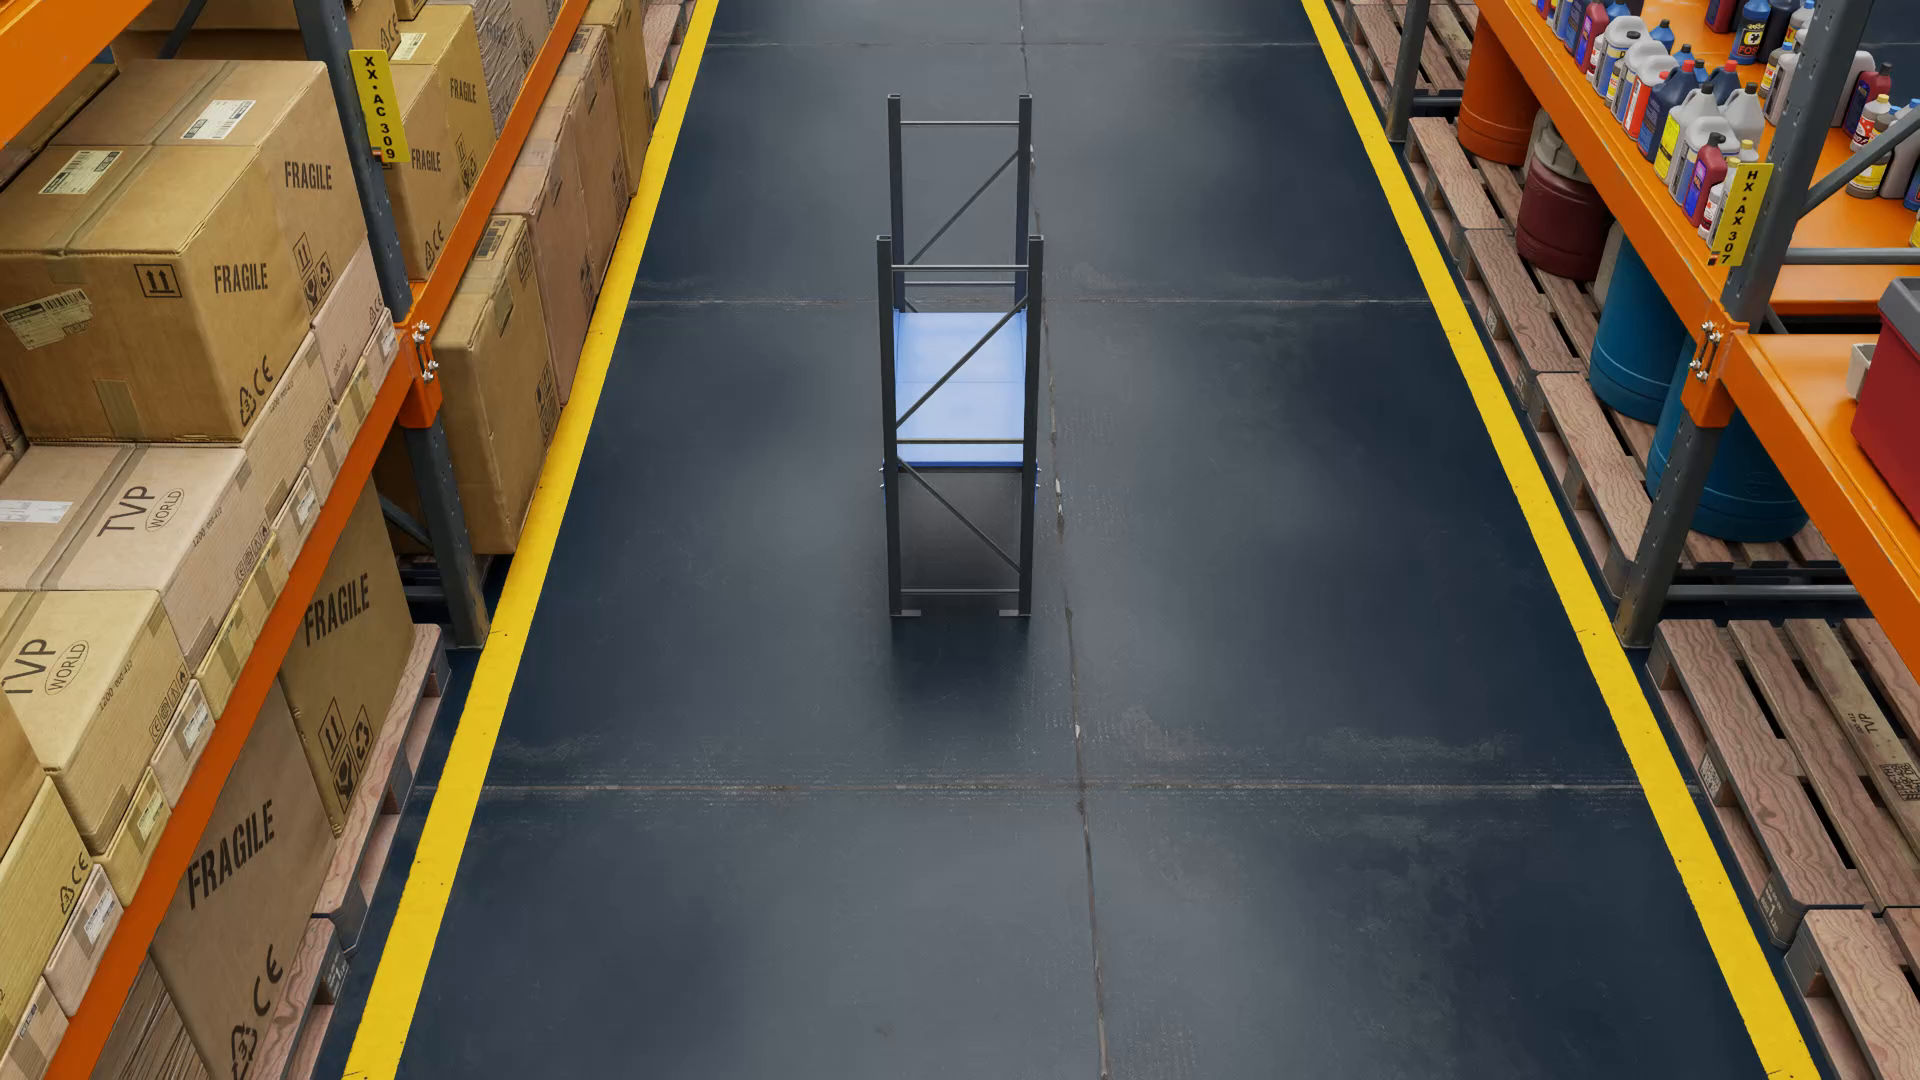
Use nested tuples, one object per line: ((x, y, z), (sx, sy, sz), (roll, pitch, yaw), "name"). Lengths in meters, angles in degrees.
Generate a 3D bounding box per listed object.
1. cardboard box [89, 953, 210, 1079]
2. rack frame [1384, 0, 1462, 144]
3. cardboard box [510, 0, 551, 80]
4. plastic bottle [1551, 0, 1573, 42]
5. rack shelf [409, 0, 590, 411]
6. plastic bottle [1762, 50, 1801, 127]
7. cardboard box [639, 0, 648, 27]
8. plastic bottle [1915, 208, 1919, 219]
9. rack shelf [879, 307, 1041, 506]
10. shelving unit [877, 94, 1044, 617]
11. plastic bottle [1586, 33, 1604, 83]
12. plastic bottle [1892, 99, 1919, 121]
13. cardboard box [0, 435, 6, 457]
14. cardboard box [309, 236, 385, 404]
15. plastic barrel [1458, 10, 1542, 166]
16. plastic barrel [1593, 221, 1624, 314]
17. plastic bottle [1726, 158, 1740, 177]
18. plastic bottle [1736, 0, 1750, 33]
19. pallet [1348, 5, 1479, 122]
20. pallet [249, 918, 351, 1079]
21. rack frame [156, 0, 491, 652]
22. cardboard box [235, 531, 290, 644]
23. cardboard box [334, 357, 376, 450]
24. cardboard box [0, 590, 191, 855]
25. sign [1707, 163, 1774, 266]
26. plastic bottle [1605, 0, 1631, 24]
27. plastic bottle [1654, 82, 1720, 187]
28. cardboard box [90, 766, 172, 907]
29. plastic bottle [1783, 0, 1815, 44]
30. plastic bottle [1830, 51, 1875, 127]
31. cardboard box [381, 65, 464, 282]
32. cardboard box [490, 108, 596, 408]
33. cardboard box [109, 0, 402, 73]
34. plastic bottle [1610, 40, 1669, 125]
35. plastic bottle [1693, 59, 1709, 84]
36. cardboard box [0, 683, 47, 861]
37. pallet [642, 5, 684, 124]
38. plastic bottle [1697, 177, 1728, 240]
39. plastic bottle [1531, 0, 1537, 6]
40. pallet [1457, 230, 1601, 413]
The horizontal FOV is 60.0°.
((-2.231, 1.374, 3.500), (0.875, 0.875, 0.875), (0, 39, 0), "cardboard box")
((2.795, -3.328, 8.004), (1.000, 3.000, 0.127), (0, 39, 0), "rack frame")
((-1.911, -2.100, 6.392), (0.500, 0.500, 0.500), (1, 39, 1), "cardboard box")
((2.474, -2.142, 6.623), (0.152, 0.276, 0.135), (0, 39, 0), "plastic bottle")
((-2.156, -1.793, 6.664), (1.077, 0.370, 4.000), (0, 39, 0), "rack shelf")
((3.027, -1.647, 6.006), (0.152, 0.276, 0.135), (0, 39, 0), "plastic bottle")
((-2.192, -3.287, 9.600), (0.700, 0.500, 0.500), (-3, 39, -4), "cardboard box")
((3.207, -1.134, 5.426), (0.097, 0.201, 0.097), (0, 39, 0), "plastic bottle")
((0.000, -0.498, 5.960), (0.538, 0.185, 1.000), (0, 39, 0), "rack shelf")
((0.000, -0.639, 5.848), (0.538, 1.500, 1.048), (0, 39, 0), "shelving unit")
((2.447, -1.841, 6.307), (0.097, 0.201, 0.097), (0, 39, 0), "plastic bottle")
((3.207, -1.367, 5.661), (0.097, 0.271, 0.097), (0, 39, 0), "plastic bottle")
((-2.410, -0.240, 3.433), (0.500, 0.500, 0.500), (-1, 39, -1), "cardboard box")
((-1.891, -0.605, 4.488), (0.500, 0.250, 0.500), (-1, 39, -1), "cardboard box")
((2.812, -2.339, 8.170), (0.600, 0.830, 0.708), (0, 39, 0), "plastic barrel")
((2.904, -1.156, 6.947), (0.421, 0.512, 0.421), (0, 39, 0), "plastic barrel")
((2.509, -1.151, 5.447), (0.097, 0.201, 0.097), (0, 39, 0), "plastic bottle")
((3.163, -2.116, 6.585), (0.061, 0.283, 0.133), (0, 39, 0), "plastic bottle")
((2.833, -2.724, 9.481), (1.003, 0.211, 1.213), (0, 39, 0), "pallet")
((-2.227, 1.506, 4.203), (1.003, 0.211, 1.213), (0, 39, 0), "pallet")
((-2.153, -0.823, 4.878), (1.000, 3.000, 0.127), (0, 39, 0), "rack frame")
((-1.824, 0.109, 3.916), (0.380, 0.149, 0.250), (1, 39, 1), "cardboard box")
((-1.825, -0.373, 4.518), (0.380, 0.149, 0.250), (1, 39, 1), "cardboard box")
((-1.889, 0.355, 3.291), (0.500, 0.250, 0.500), (-1, 39, -1), "cardboard box")
((2.249, -0.935, 4.797), (0.100, 0.325, 0.005), (0, 39, 0), "sign")
((2.508, -1.952, 6.390), (0.097, 0.271, 0.097), (0, 39, 0), "plastic bottle")
((2.471, -1.382, 5.615), (0.144, 0.351, 0.185), (0, 39, 0), "plastic bottle")
((-1.822, 0.592, 3.313), (0.380, 0.149, 0.250), (-1, 39, -1), "cardboard box")
((3.206, -1.924, 6.355), (0.097, 0.271, 0.097), (0, 39, 0), "plastic bottle")
((3.179, -1.647, 6.006), (0.152, 0.276, 0.135), (0, 39, 0), "plastic bottle")
((-1.904, -1.150, 5.206), (0.500, 0.500, 0.500), (0, 39, 0), "cardboard box")
((-2.176, -1.117, 6.608), (1.225, 0.875, 0.875), (-1, 39, -2), "cardboard box")
((-2.162, -1.653, 5.032), (0.797, 0.503, 0.637), (-1, 39, -1), "cardboard box")
((2.475, -1.652, 6.013), (0.152, 0.276, 0.135), (0, 39, 0), "plastic bottle")
((2.599, -1.578, 5.924), (0.097, 0.271, 0.097), (0, 39, 0), "plastic bottle")
((-1.887, 0.391, 2.646), (0.500, 0.500, 0.500), (-1, 39, -1), "cardboard box")
((-2.158, -2.725, 9.482), (1.003, 0.211, 1.213), (0, 39, 0), "pallet")
((2.448, -1.068, 5.343), (0.097, 0.201, 0.097), (0, 39, 0), "plastic bottle")
((2.446, -2.356, 6.895), (0.097, 0.271, 0.097), (0, 39, 0), "plastic bottle")
((2.836, -0.986, 7.311), (1.003, 0.211, 1.213), (0, 39, 0), "pallet")
